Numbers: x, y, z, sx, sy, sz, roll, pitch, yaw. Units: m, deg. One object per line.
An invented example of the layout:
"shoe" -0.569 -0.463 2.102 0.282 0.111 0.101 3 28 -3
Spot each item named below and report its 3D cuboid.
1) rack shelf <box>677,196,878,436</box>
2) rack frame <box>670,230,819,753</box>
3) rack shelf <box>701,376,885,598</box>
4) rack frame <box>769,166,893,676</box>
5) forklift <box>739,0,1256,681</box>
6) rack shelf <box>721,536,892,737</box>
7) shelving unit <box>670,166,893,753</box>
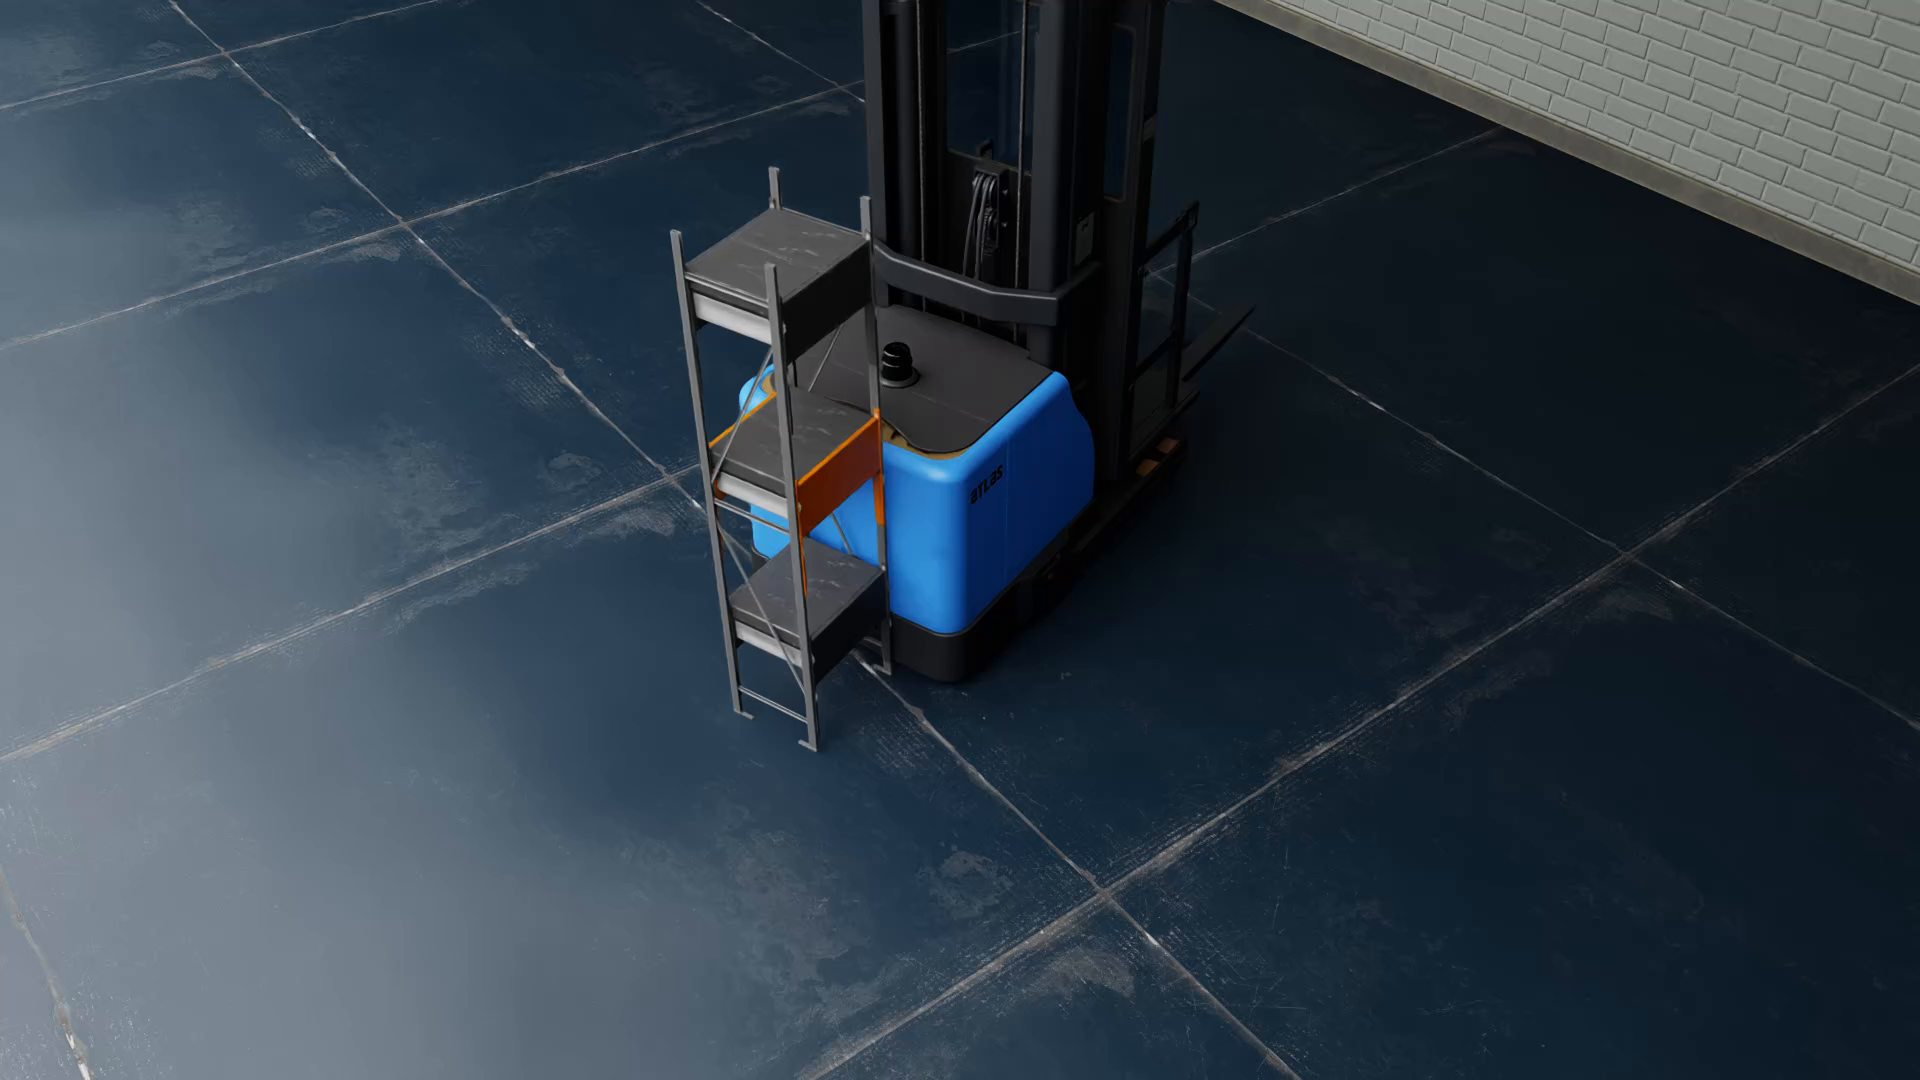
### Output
"rack shelf" -0.581 -0.733 5.401 0.431 0.518 0.480 22 45 25
"rack frame" -0.710 -0.075 5.685 0.400 2.100 0.015 22 45 25
"rack shelf" -0.577 -0.196 5.850 0.431 0.518 0.480 22 45 25
"rack frame" -0.444 -0.339 5.998 0.400 2.100 0.015 22 45 25
"forklift" 0.380 -1.485 6.749 1.130 2.935 3.031 23 45 25
"rack shelf" -0.572 0.340 6.300 0.431 0.518 0.480 22 45 25
"shelving unit" -0.577 -0.207 5.842 0.431 2.100 0.503 22 45 25
